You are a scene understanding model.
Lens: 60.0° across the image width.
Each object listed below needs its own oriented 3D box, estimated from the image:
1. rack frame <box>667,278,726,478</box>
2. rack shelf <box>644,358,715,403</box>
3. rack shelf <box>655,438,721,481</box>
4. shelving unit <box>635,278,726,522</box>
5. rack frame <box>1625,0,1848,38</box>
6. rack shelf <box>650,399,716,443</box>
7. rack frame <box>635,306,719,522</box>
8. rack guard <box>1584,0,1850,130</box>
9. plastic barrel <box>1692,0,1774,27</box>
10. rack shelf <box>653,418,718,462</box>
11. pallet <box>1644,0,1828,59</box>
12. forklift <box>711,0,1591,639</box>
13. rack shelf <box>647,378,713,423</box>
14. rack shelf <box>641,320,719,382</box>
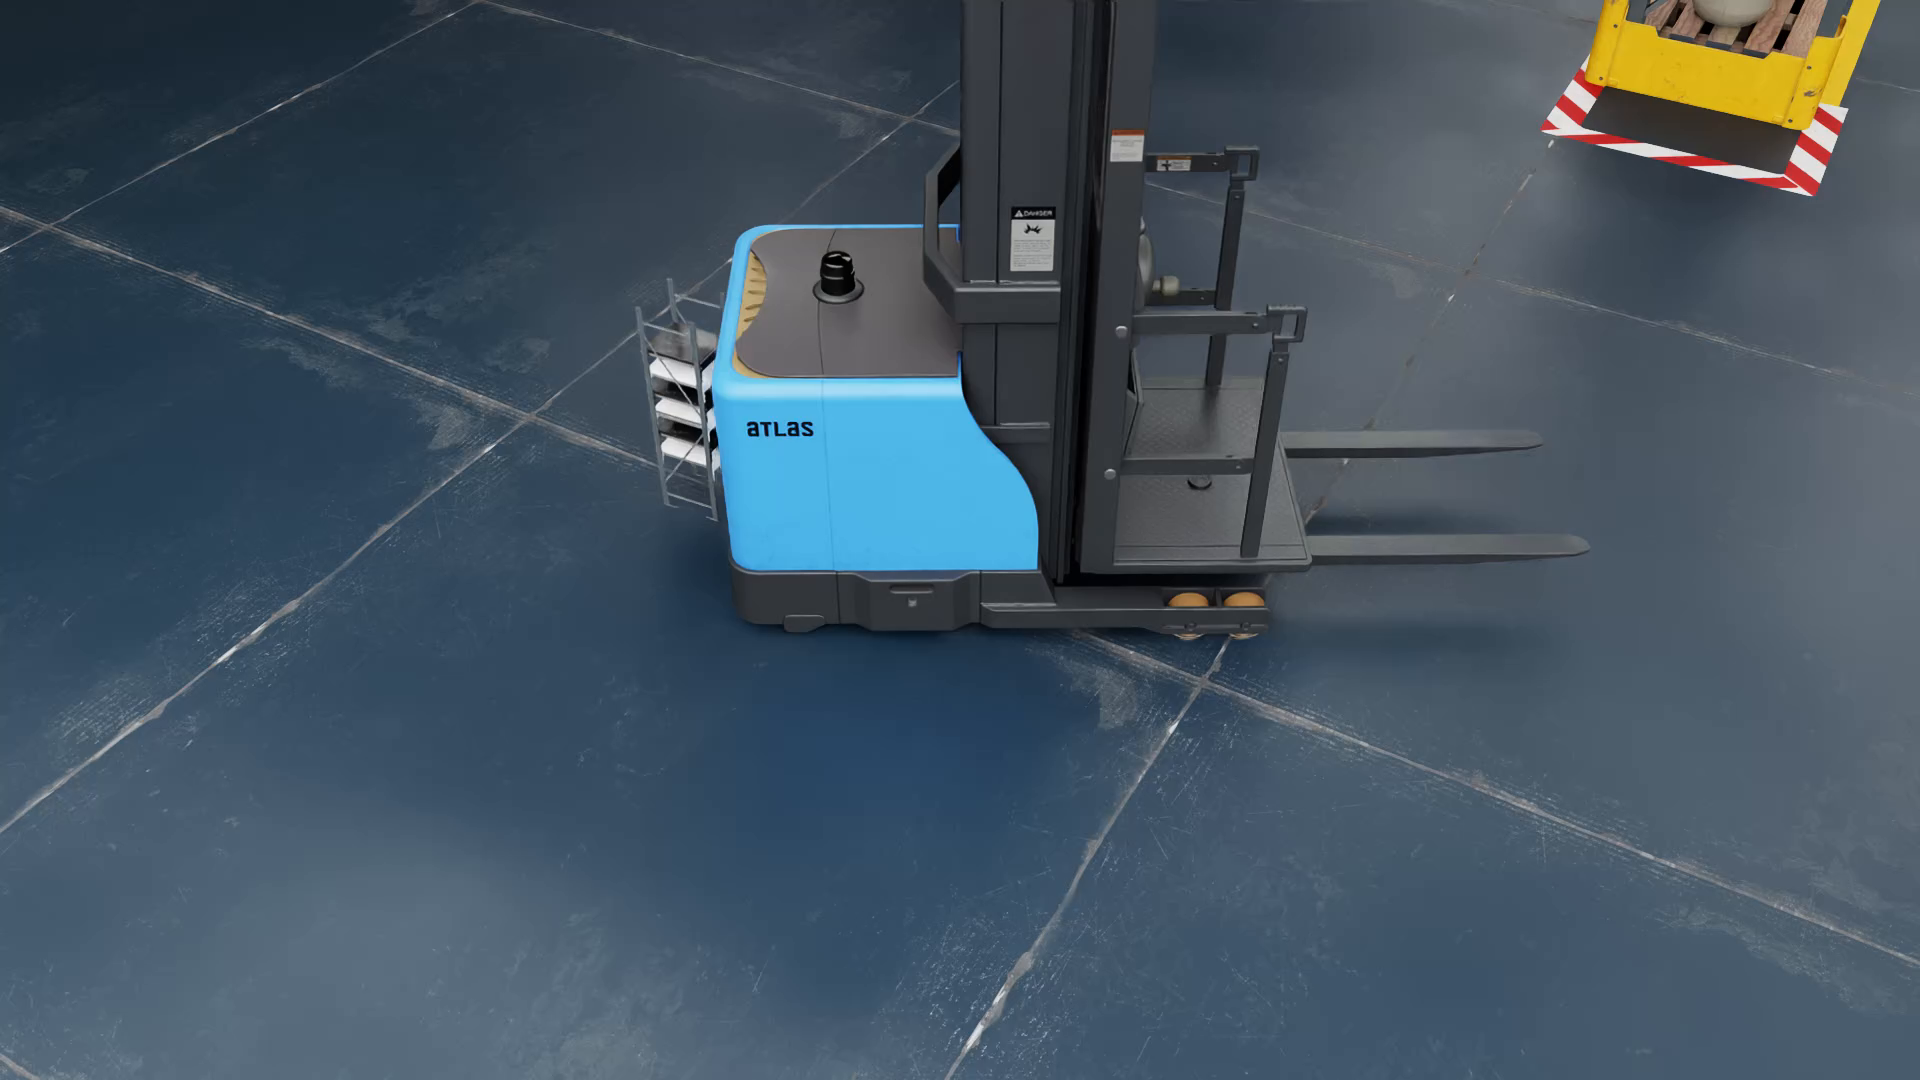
[{"bbox_3d":[-0.940,-0.563,6.209,0.240,0.900,0.006,17,44,19],"label":"rack frame"},{"bbox_3d":[-0.983,-0.614,6.043,0.258,0.077,0.200,17,44,19],"label":"rack shelf"},{"bbox_3d":[-0.984,-0.342,6.279,0.258,0.077,0.200,17,44,19],"label":"rack shelf"},{"bbox_3d":[-0.984,-0.503,6.139,0.258,0.900,0.210,17,44,19],"label":"shelving unit"},{"bbox_3d":[3.996,-3.482,7.934,1.000,3.000,0.127,21,45,22],"label":"rack frame"},{"bbox_3d":[-0.984,-0.478,6.161,0.258,0.077,0.200,17,44,19],"label":"rack shelf"},{"bbox_3d":[-1.027,-0.443,6.070,0.240,0.900,0.006,17,44,19],"label":"rack frame"},{"bbox_3d":[3.993,-2.603,8.827,1.175,0.500,0.348,21,45,22],"label":"rack guard"},{"bbox_3d":[4.259,-3.108,9.074,0.421,0.512,0.421,0,41,0],"label":"plastic barrel"},{"bbox_3d":[-0.984,-0.410,6.220,0.258,0.077,0.200,17,44,19],"label":"rack shelf"},{"bbox_3d":[4.404,-2.958,9.449,1.003,0.211,1.213,21,45,22],"label":"pallet"},{"bbox_3d":[0.712,-1.106,5.289,3.031,2.935,1.130,0,41,0],"label":"forklift"},{"bbox_3d":[-0.983,-0.546,6.102,0.258,0.077,0.200,17,44,19],"label":"rack shelf"},{"bbox_3d":[-0.983,-0.682,5.984,0.258,0.077,0.200,17,44,19],"label":"rack shelf"}]
